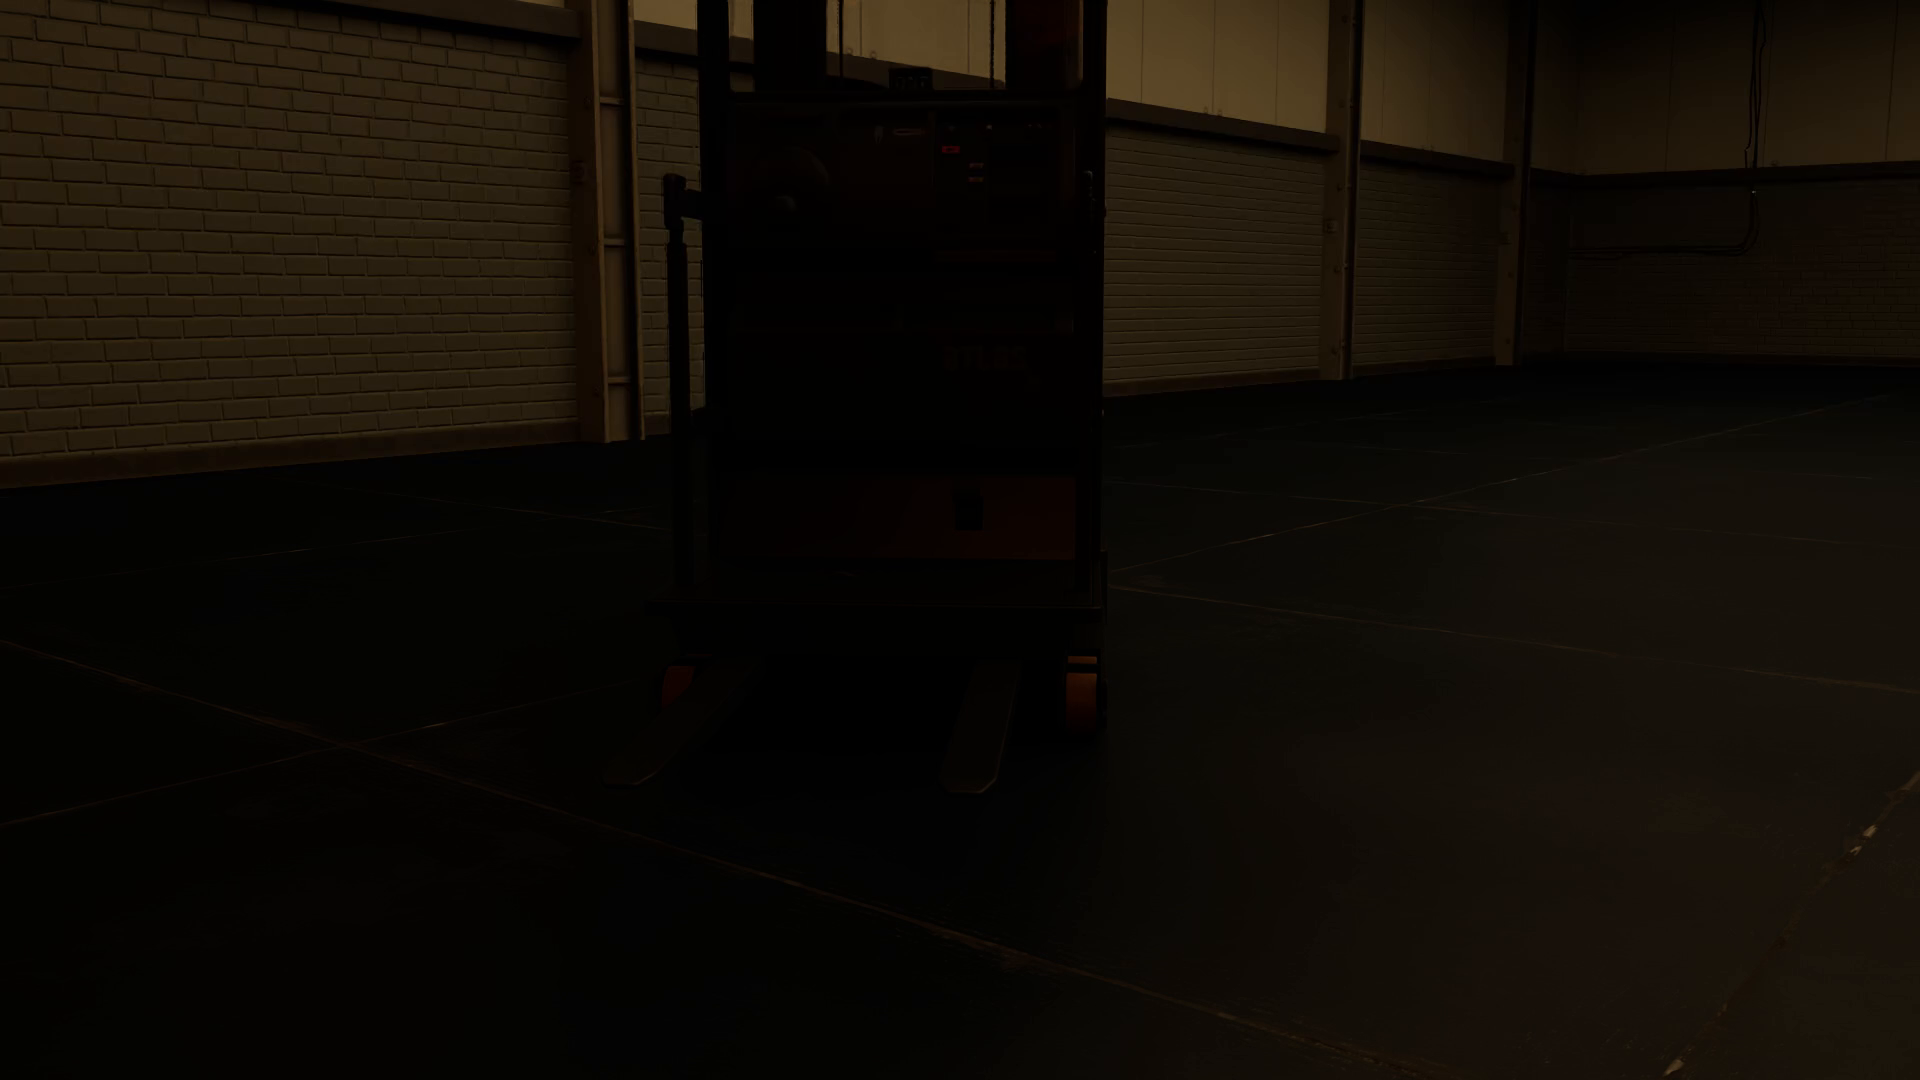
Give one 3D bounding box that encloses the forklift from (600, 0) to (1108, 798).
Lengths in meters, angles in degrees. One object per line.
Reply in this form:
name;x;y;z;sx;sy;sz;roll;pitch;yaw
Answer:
forklift;-0.173;-1.014;4.209;1.130;2.935;3.031;1;8;5
